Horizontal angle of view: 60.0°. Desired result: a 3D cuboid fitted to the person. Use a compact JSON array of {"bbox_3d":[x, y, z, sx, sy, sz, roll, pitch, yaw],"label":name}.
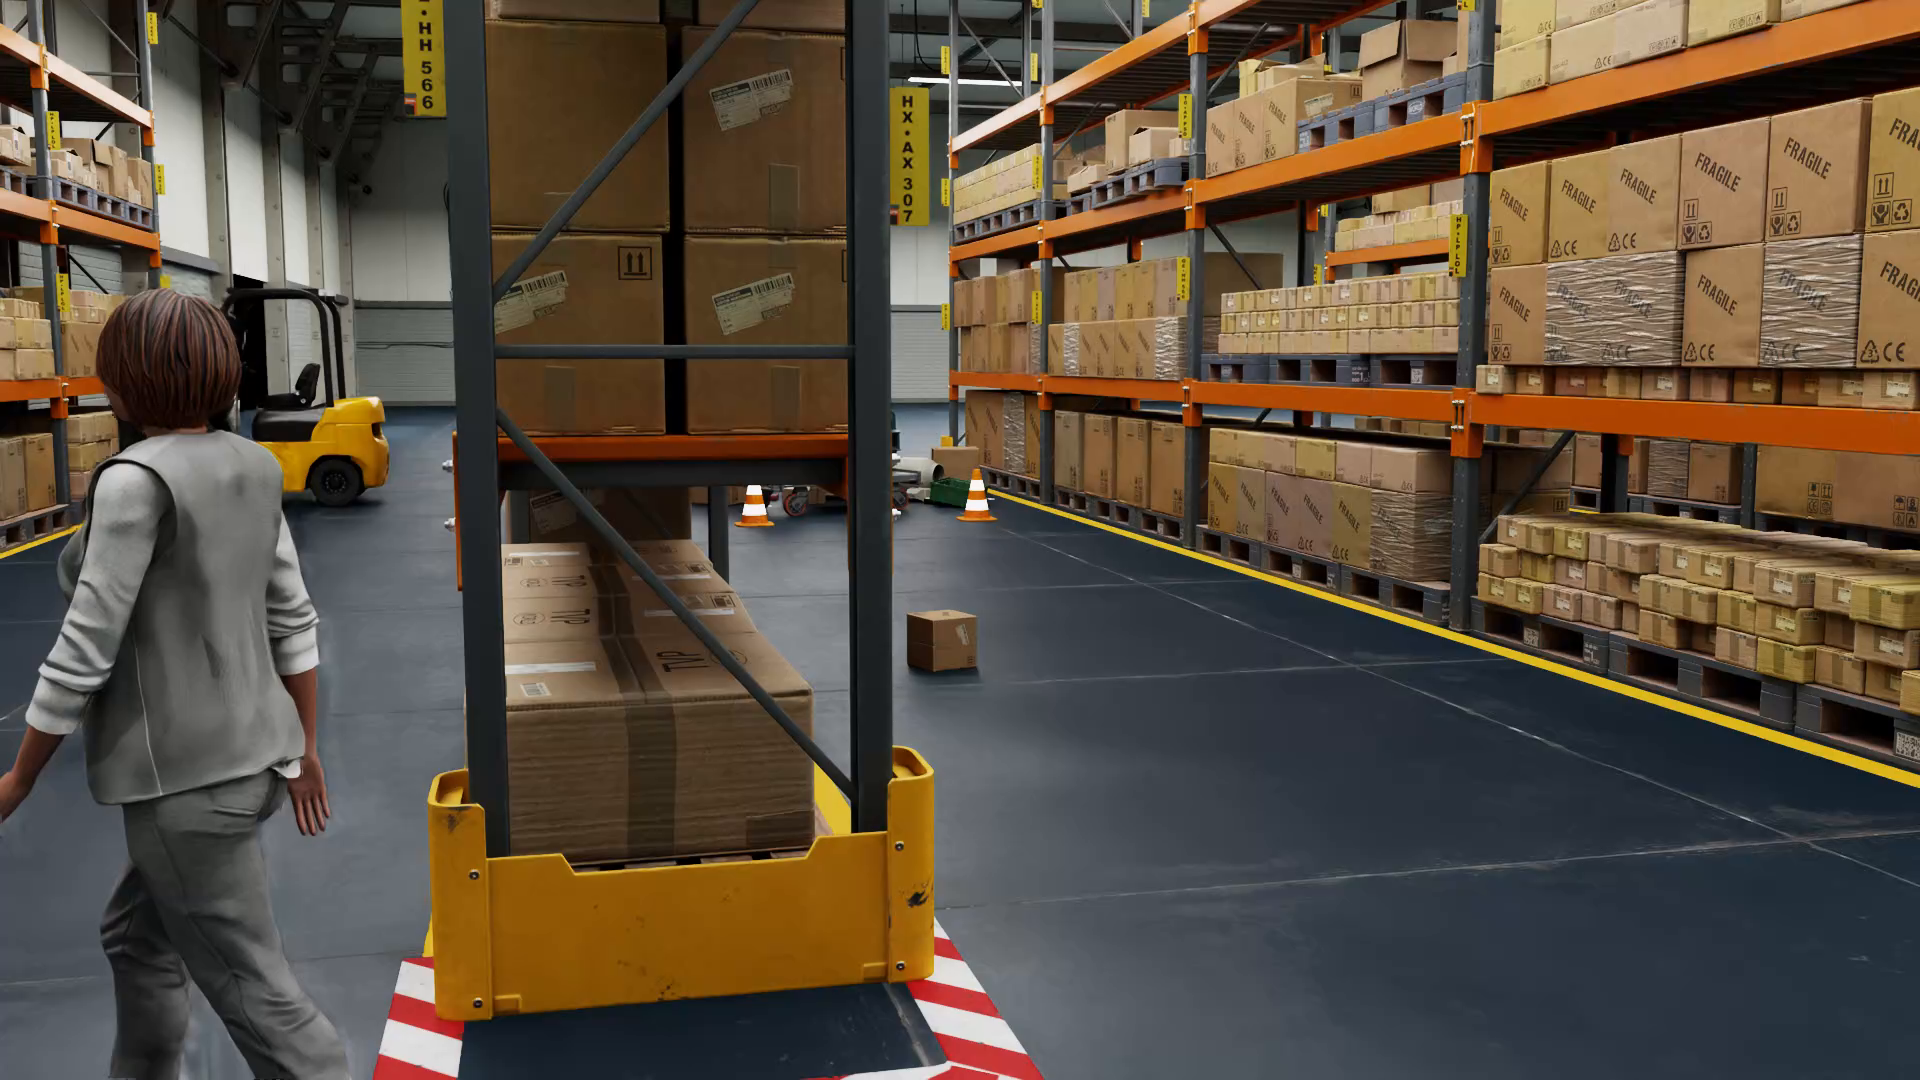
[{"bbox_3d":[-1.274,0.412,2.697,0.716,1.626,0.415,0,6,3],"label":"person"}]
